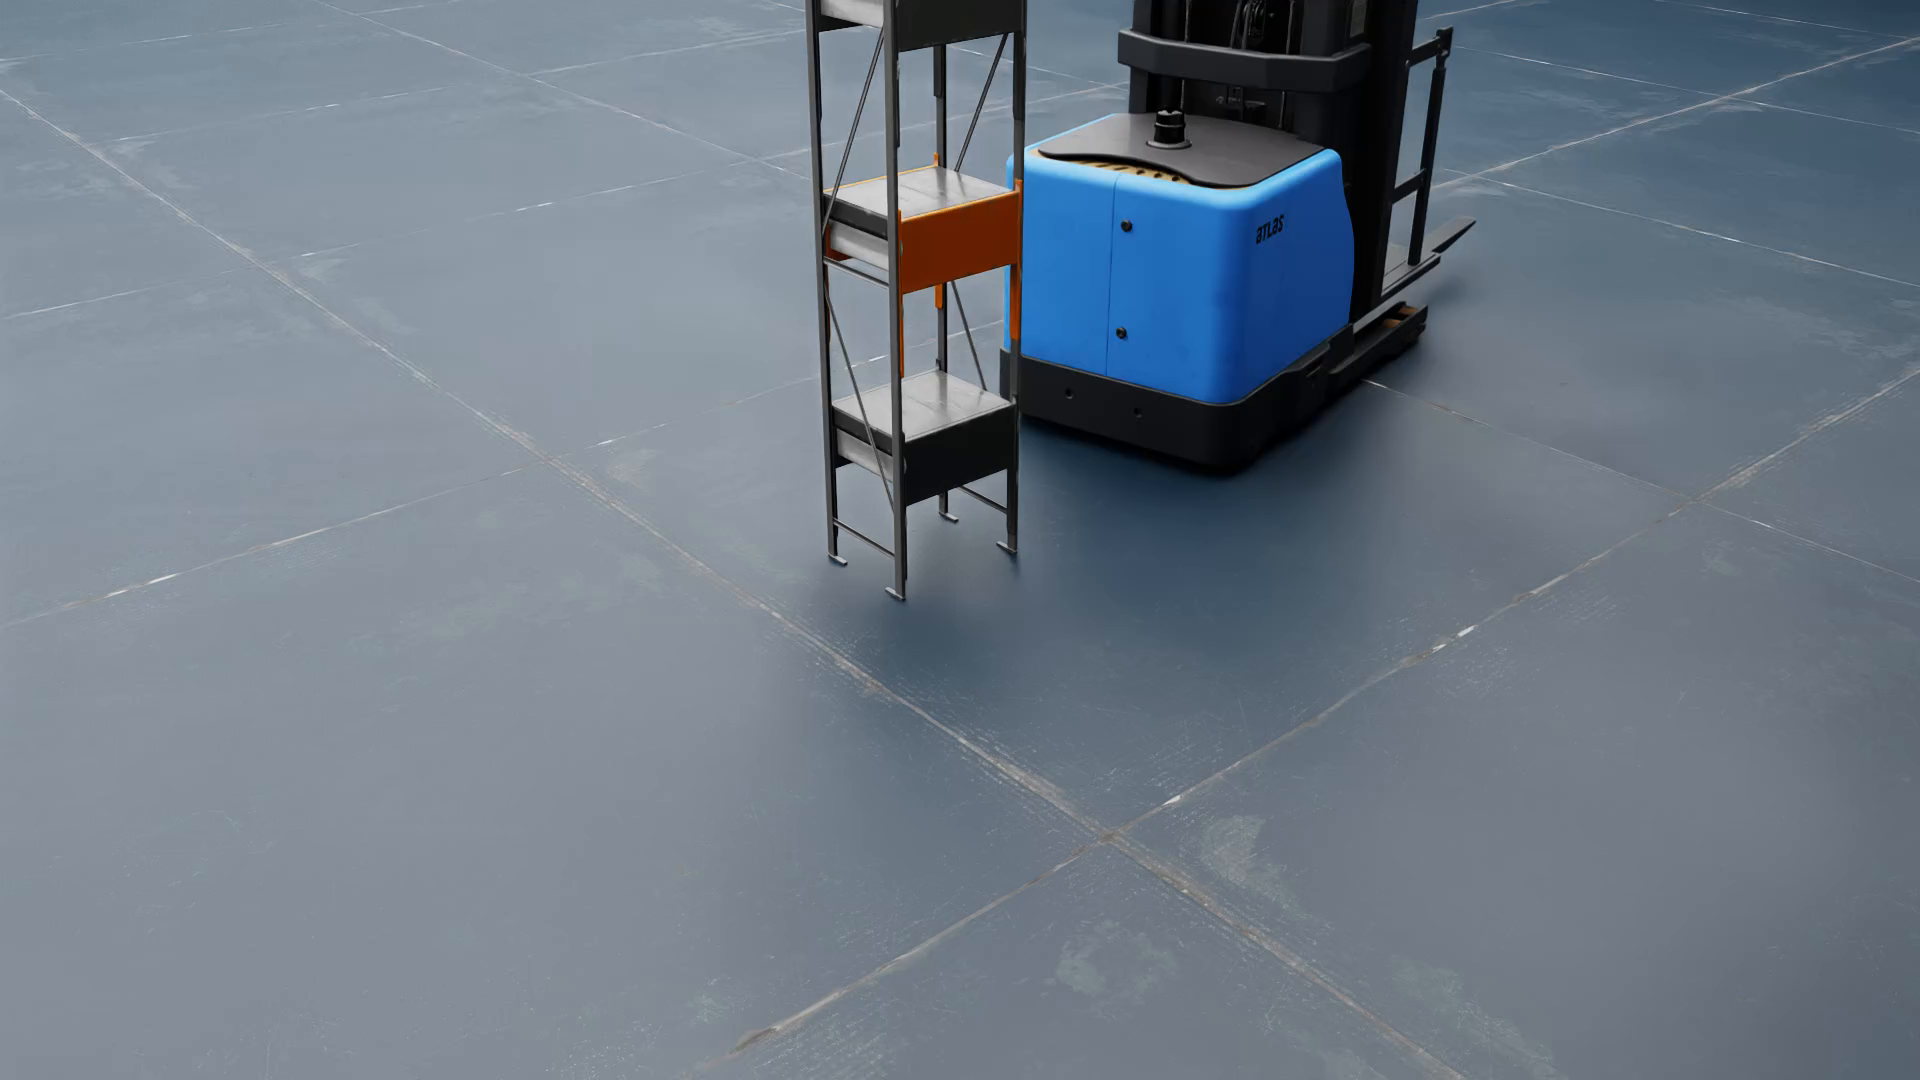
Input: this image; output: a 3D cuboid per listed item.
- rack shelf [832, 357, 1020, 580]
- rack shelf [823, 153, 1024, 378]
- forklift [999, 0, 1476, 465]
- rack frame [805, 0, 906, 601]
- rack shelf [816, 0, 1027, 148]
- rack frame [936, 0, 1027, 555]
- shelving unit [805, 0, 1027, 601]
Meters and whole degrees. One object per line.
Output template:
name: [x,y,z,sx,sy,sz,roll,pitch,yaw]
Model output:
rack shelf: [-0.126,-0.246,5.497,0.480,0.518,0.431,-22,35,-35]
rack shelf: [-0.126,-0.863,5.167,0.480,0.518,0.431,-22,35,-35]
forklift: [1.418,-2.209,6.773,1.130,2.935,3.031,19,33,31]
rack frame: [-0.312,-0.801,5.021,0.015,2.100,0.400,-22,35,-35]
rack shelf: [-0.126,-1.481,4.837,0.480,0.518,0.431,-22,35,-35]
rack frame: [0.060,-0.950,5.300,0.015,2.100,0.400,-22,35,-35]
shelving unit: [-0.126,-0.875,5.160,0.503,2.100,0.431,-22,35,-35]
